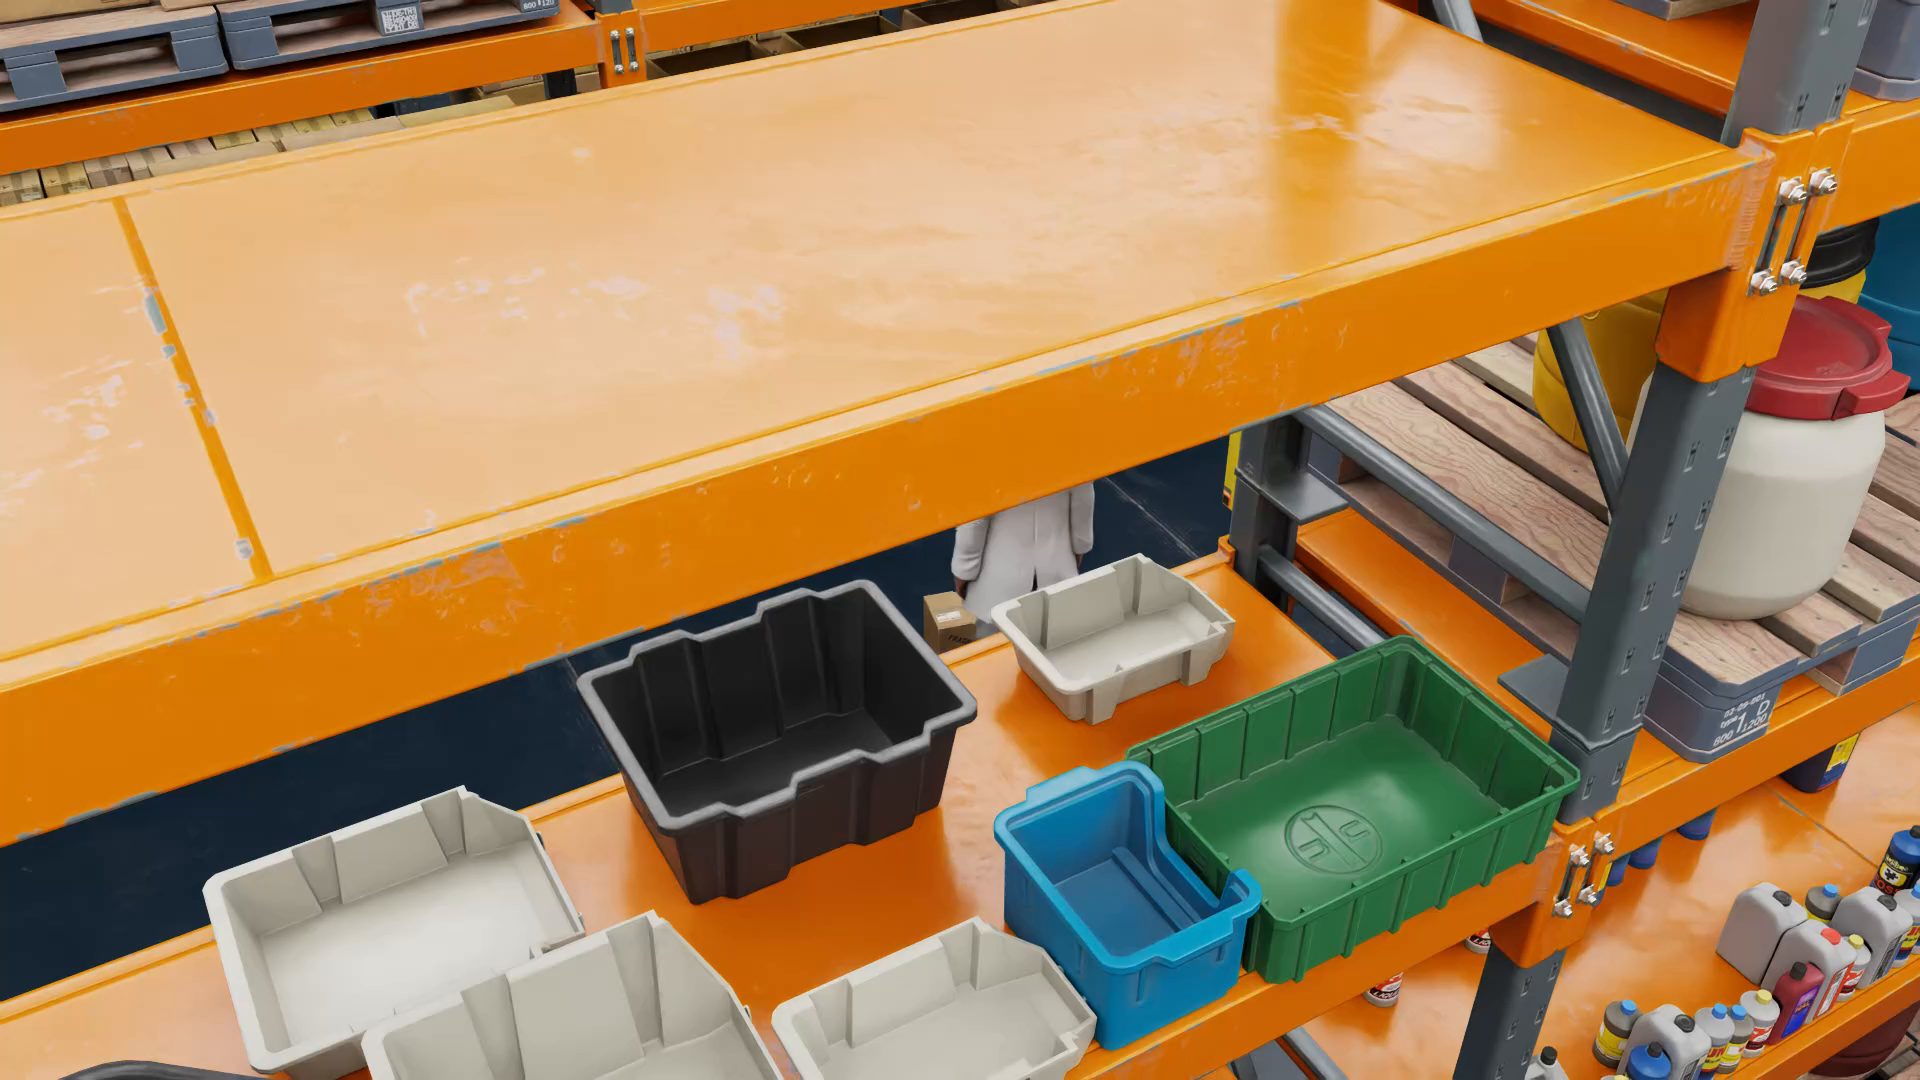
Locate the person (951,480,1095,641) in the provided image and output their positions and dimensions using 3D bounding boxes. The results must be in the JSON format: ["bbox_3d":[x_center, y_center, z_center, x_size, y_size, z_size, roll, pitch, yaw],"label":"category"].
[{"bbox_3d":[0.237,0.040,6.866,0.604,1.783,0.433,-12,38,-15],"label":"person"}]
